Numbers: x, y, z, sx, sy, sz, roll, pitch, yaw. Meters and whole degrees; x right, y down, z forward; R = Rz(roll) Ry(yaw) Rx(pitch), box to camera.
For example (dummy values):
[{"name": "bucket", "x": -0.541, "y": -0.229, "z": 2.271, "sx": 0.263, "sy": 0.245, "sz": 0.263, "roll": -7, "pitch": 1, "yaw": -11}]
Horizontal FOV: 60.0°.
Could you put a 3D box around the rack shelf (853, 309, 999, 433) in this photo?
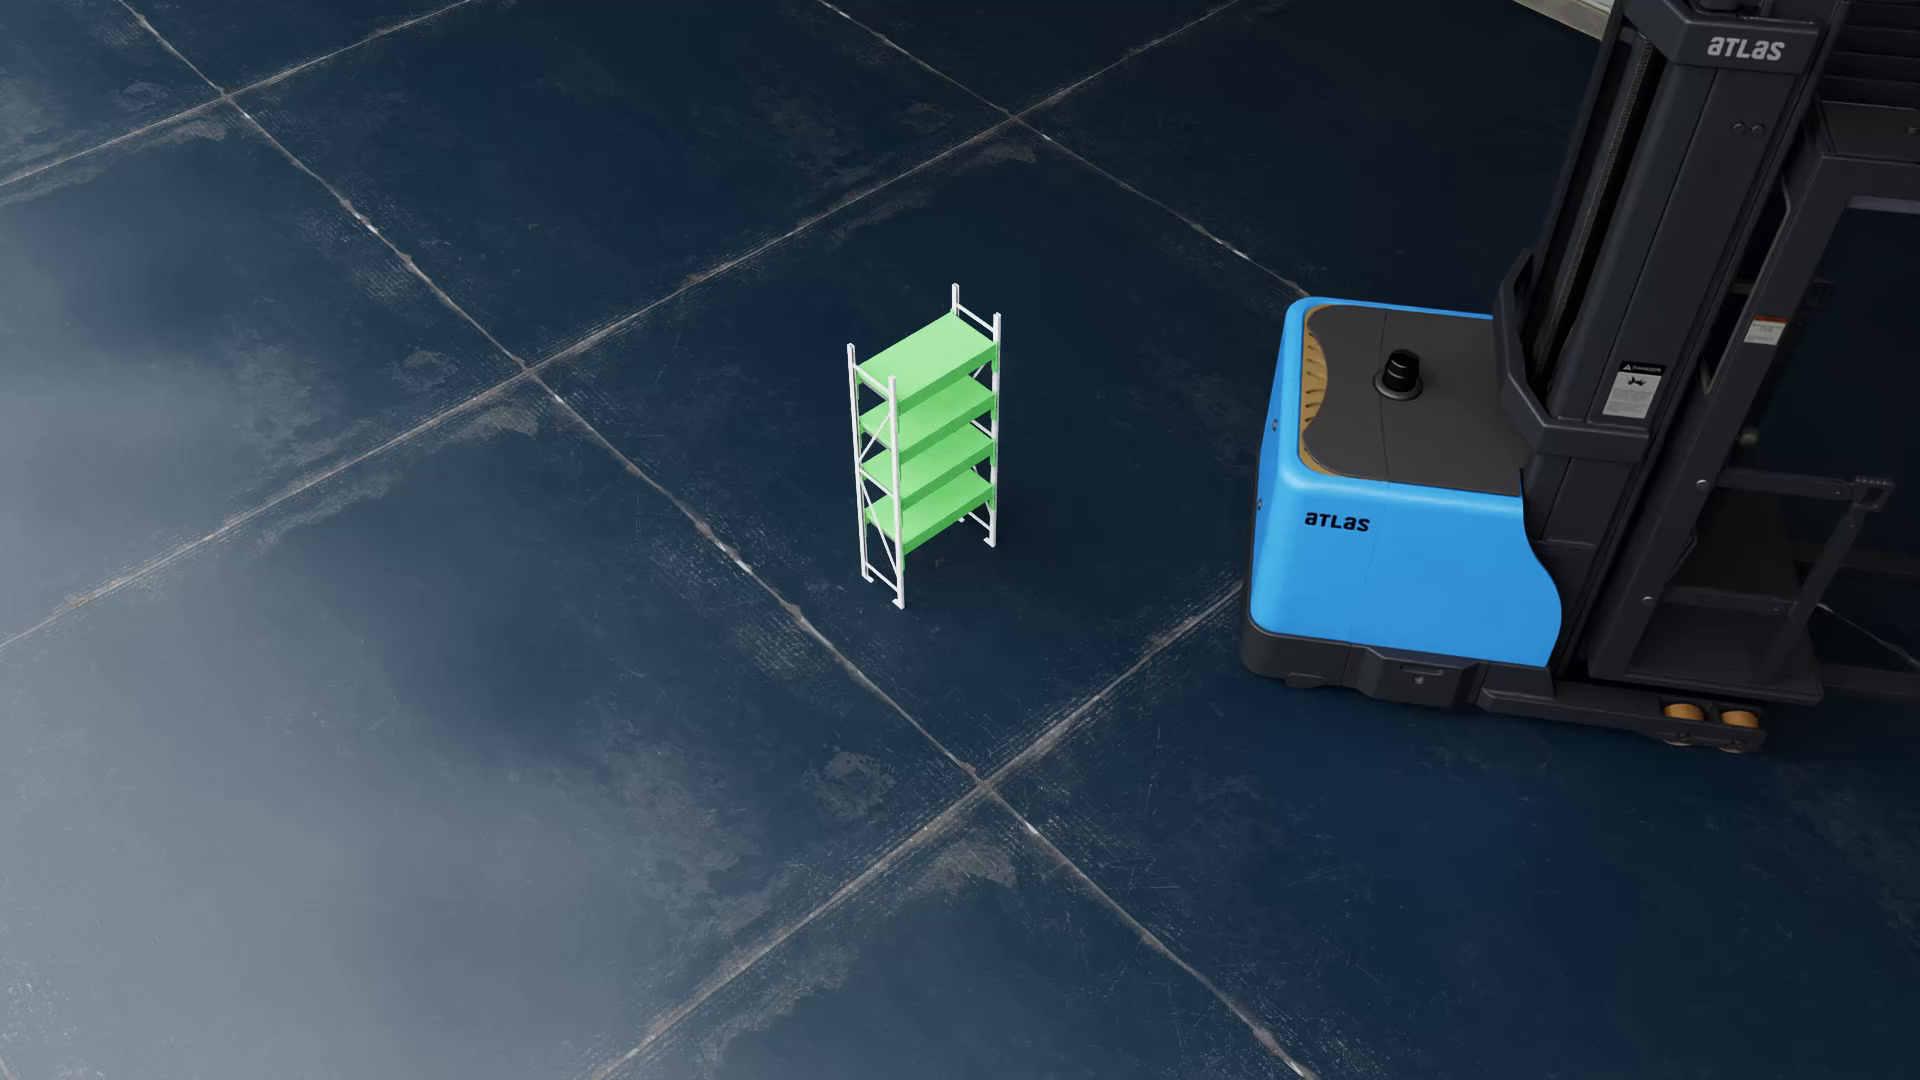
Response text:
[{"name": "rack shelf", "x": -0.122, "y": -0.607, "z": 5.928, "sx": 0.480, "sy": 0.148, "sz": 0.258, "roll": -34, "pitch": 56, "yaw": -27}]

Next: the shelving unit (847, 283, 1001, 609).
[{"name": "shelving unit", "x": -0.122, "y": -0.325, "z": 6.234, "sx": 0.503, "sy": 1.200, "sz": 0.258, "roll": -34, "pitch": 56, "yaw": -27}]

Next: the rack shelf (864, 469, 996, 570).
[{"name": "rack shelf", "x": -0.122, "y": -0.119, "z": 6.457, "sx": 0.480, "sy": 0.148, "sz": 0.258, "roll": -34, "pitch": 56, "yaw": -27}]

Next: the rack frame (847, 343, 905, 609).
[{"name": "rack frame", "x": -0.303, "y": -0.204, "z": 6.122, "sx": 0.015, "sy": 1.200, "sz": 0.240, "roll": -34, "pitch": 56, "yaw": -27}]

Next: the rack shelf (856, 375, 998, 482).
[{"name": "rack shelf", "x": -0.122, "y": -0.444, "z": 6.104, "sx": 0.480, "sy": 0.148, "sz": 0.258, "roll": -34, "pitch": 56, "yaw": -27}]

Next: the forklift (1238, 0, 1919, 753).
[{"name": "forklift", "x": 2.613, "y": -0.645, "z": 5.351, "sx": 3.031, "sy": 2.935, "sz": 1.130, "roll": 7, "pitch": 48, "yaw": 6}]

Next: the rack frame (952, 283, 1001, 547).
[{"name": "rack frame", "x": 0.058, "y": -0.446, "z": 6.345, "sx": 0.015, "sy": 1.200, "sz": 0.240, "roll": -34, "pitch": 56, "yaw": -27}]

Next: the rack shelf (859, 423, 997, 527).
[{"name": "rack shelf", "x": -0.122, "y": -0.282, "z": 6.280, "sx": 0.480, "sy": 0.148, "sz": 0.258, "roll": -34, "pitch": 56, "yaw": -27}]
